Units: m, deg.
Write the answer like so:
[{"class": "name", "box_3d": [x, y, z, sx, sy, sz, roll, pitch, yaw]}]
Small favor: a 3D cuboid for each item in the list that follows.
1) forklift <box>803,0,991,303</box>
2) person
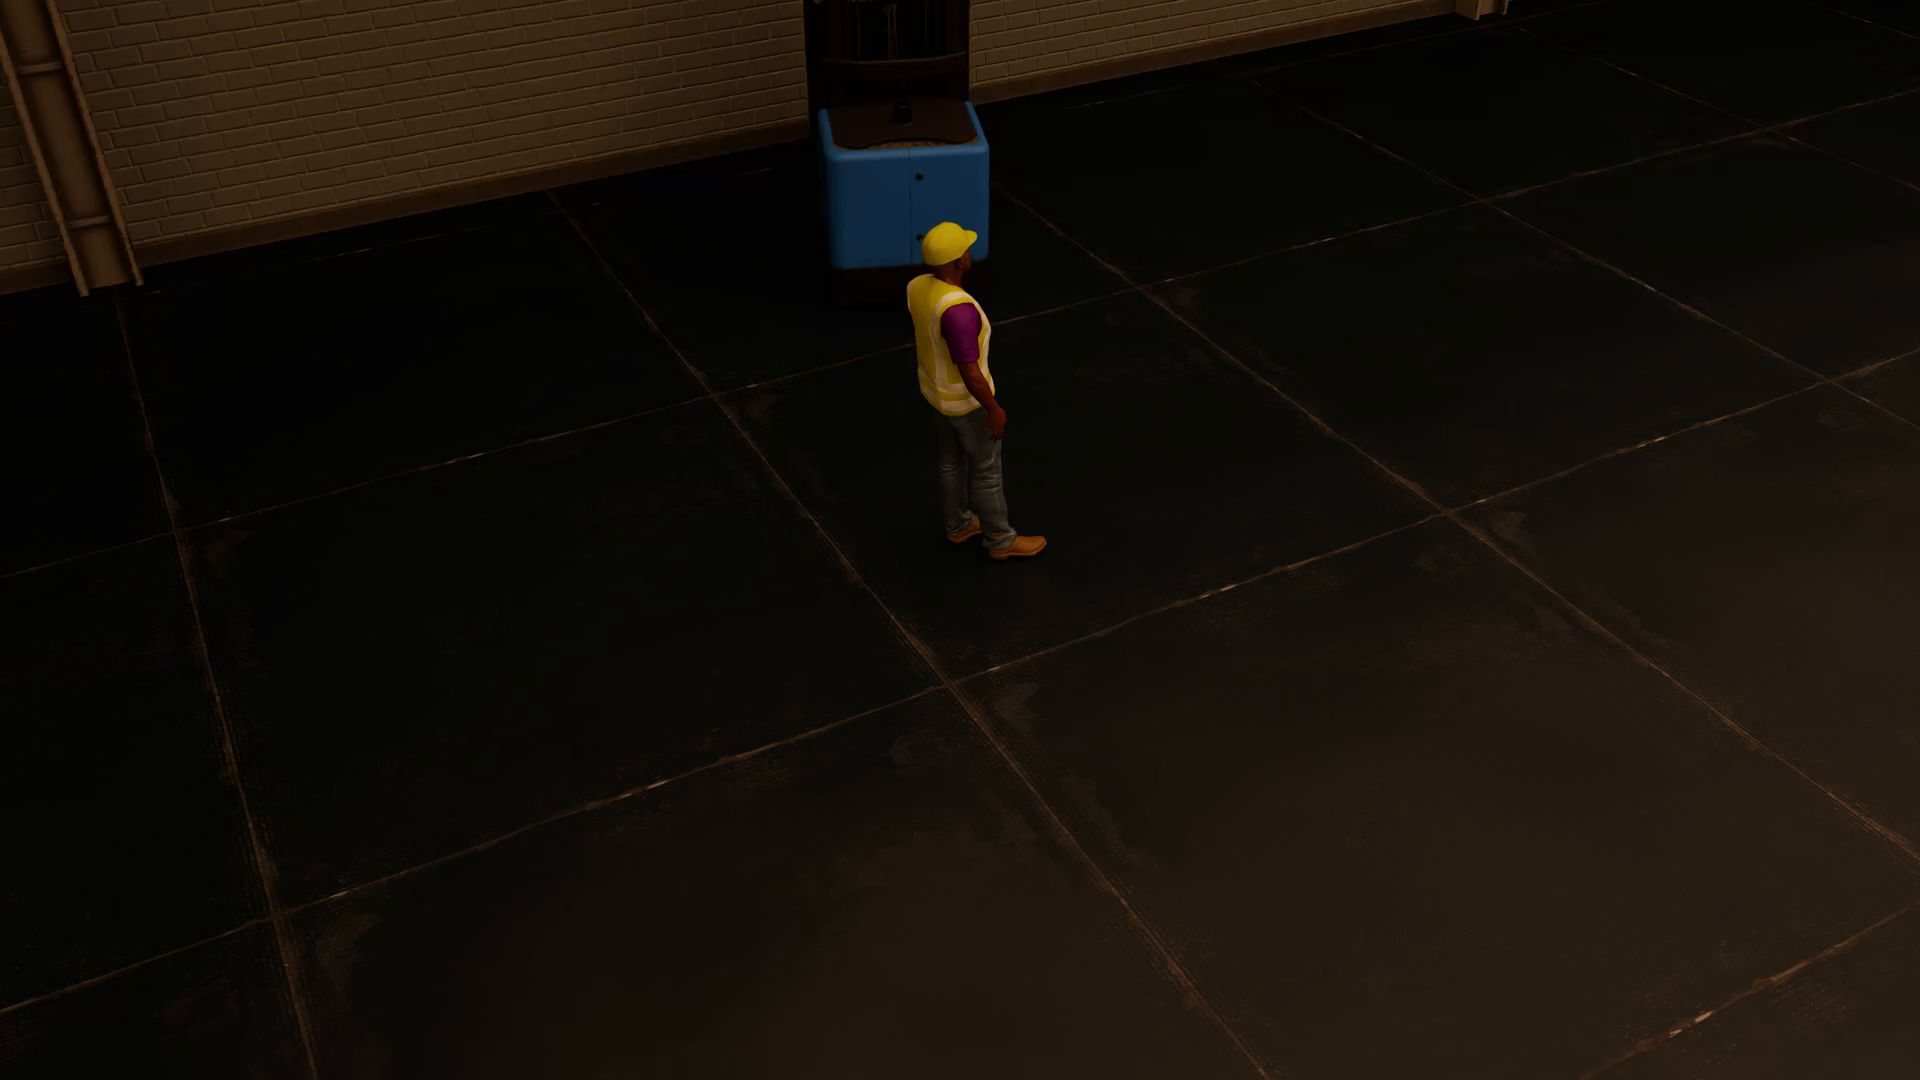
[{"class": "forklift", "box_3d": [-0.519, -3.559, 11.158, 1.130, 2.935, 3.031, -5, 36, -7]}, {"class": "person", "box_3d": [0.064, -0.743, 8.172, 0.575, 1.768, 0.666, -17, 39, -23]}]
